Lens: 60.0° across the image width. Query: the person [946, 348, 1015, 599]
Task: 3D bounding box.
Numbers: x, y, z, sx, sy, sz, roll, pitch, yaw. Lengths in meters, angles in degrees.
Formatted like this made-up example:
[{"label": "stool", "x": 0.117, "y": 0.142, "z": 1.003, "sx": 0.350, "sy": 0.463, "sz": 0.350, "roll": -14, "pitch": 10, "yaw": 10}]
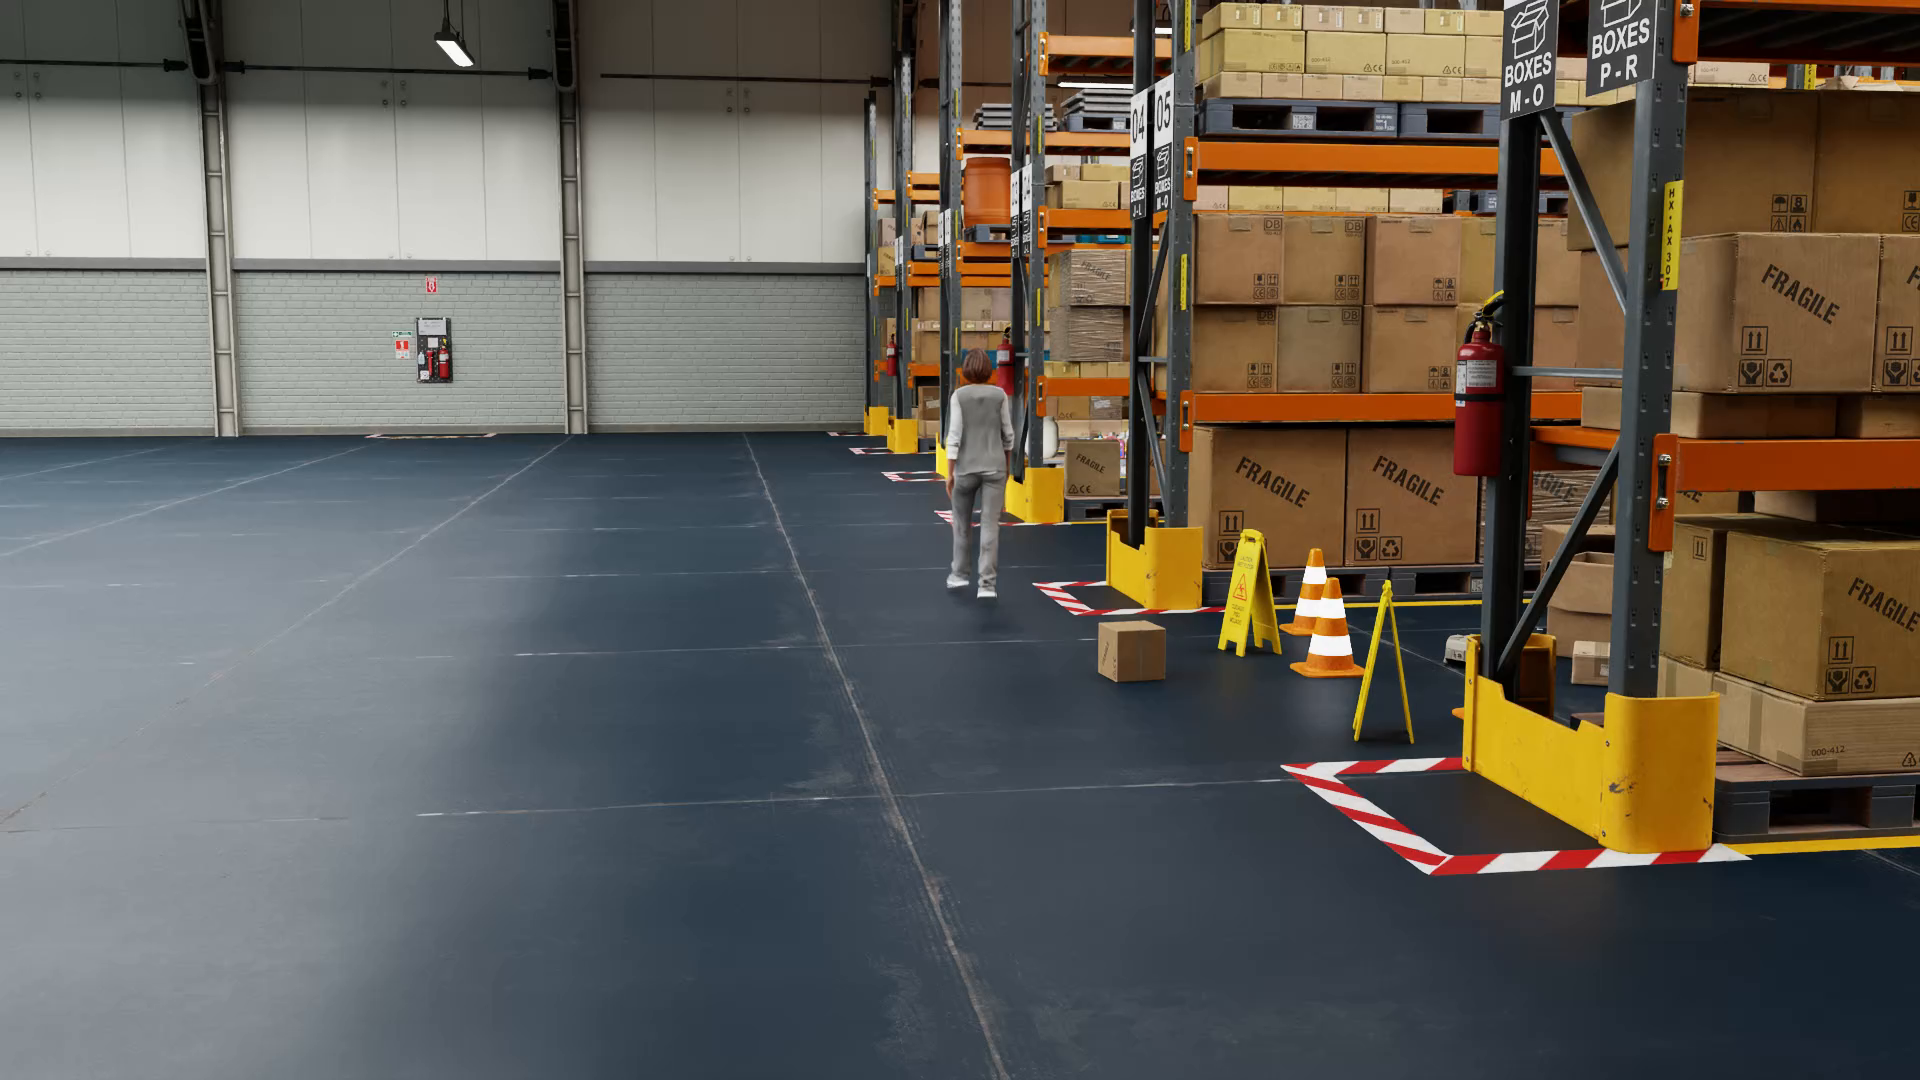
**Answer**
[{"label": "person", "x": 0.119, "y": -0.435, "z": 10.500, "sx": 0.444, "sy": 1.549, "sz": 0.903, "roll": -1, "pitch": 7, "yaw": -5}]
